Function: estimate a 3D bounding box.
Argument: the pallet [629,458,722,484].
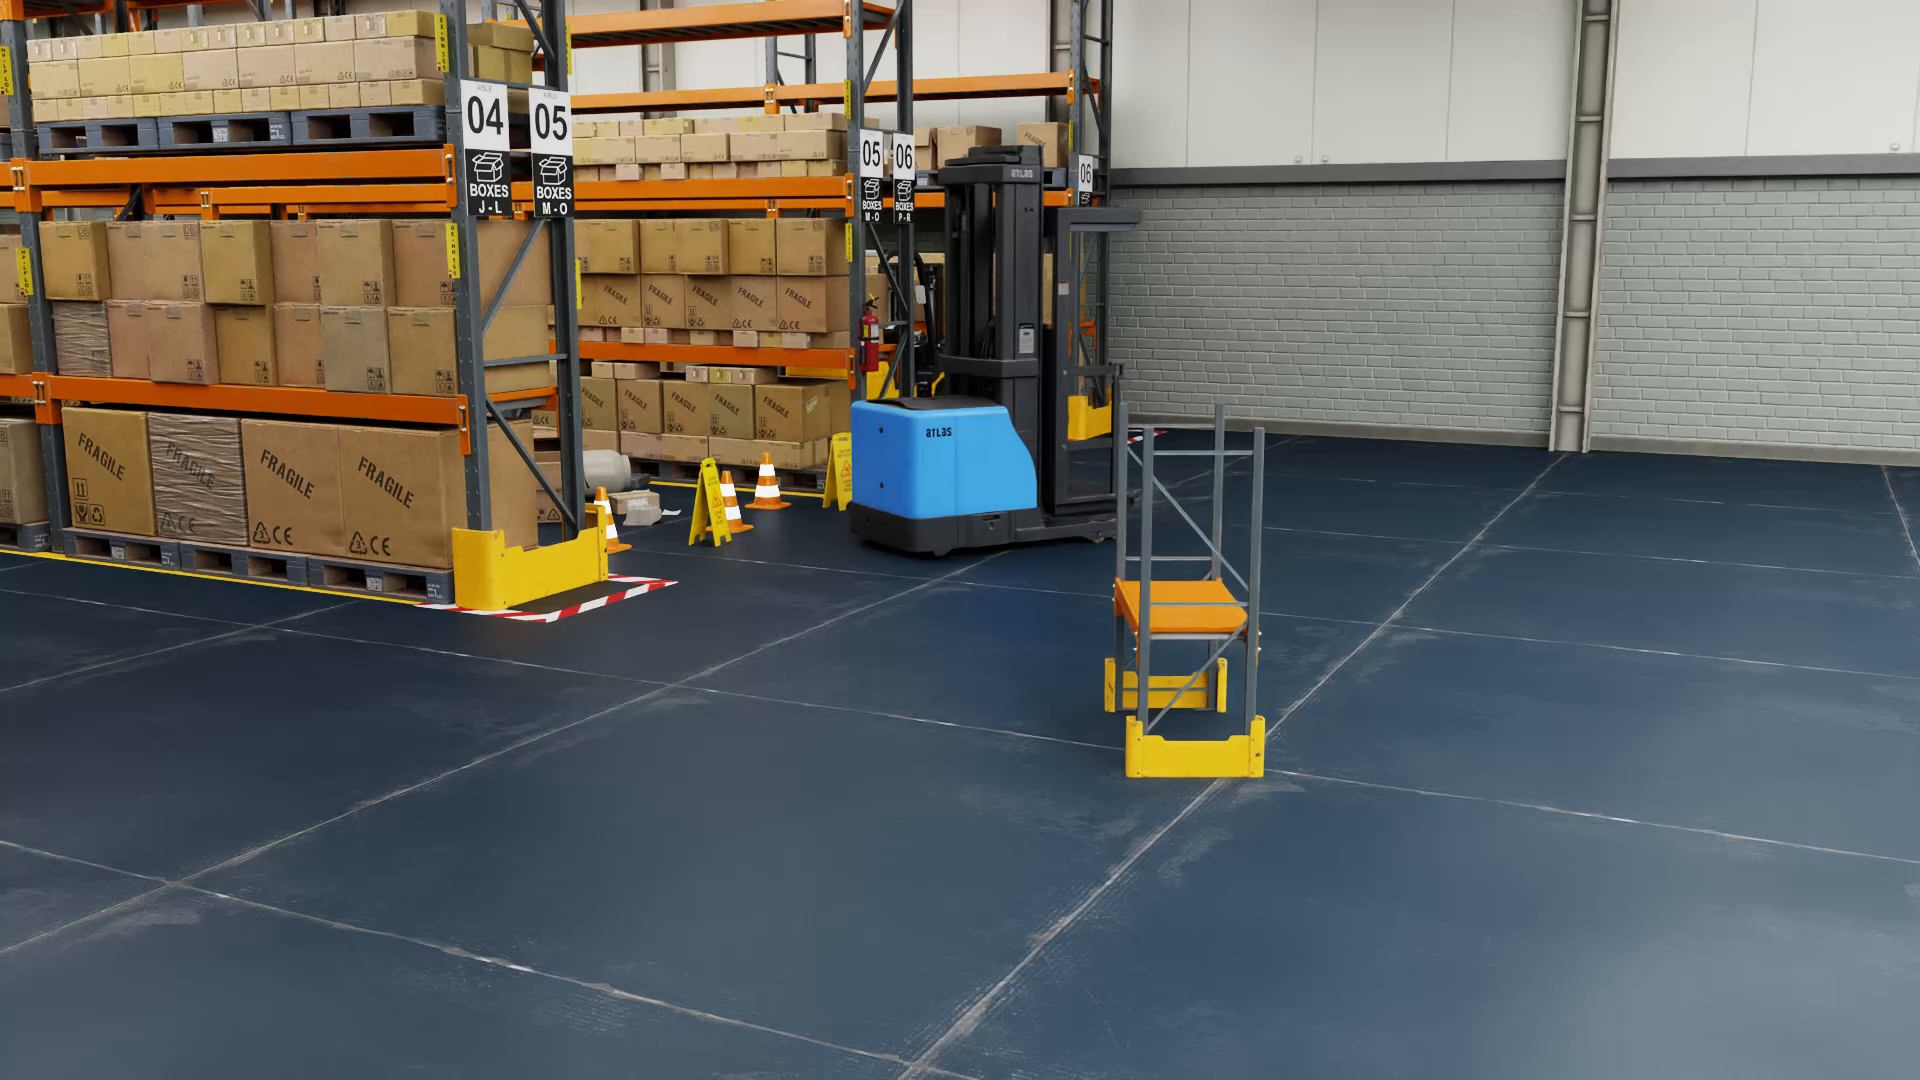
[{"bbox_3d":[-2.569,-0.738,16.217,1.213,0.211,1.003,5,11,26],"label":"pallet"}]

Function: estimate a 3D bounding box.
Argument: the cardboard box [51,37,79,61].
[{"bbox_3d":[-5.979,-3.353,11.417,0.250,0.149,0.380,5,11,25],"label":"cardboard box"}]

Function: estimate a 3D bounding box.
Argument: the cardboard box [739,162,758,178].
[{"bbox_3d":[-1.800,-3.346,15.076,0.250,0.149,0.380,5,11,26],"label":"cardboard box"}]

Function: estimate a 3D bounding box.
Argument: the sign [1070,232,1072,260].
[{"bbox_3d":[1.243,-3.332,18.803,0.005,0.325,0.100,5,11,26],"label":"sign"}]

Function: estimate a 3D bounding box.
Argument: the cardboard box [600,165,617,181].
[{"bbox_3d":[-3.191,-3.462,15.719,0.250,0.149,0.380,5,11,24],"label":"cardboard box"}]

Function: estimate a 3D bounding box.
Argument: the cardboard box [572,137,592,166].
[{"bbox_3d":[-3.545,-3.685,15.830,0.500,0.250,0.500,5,11,25],"label":"cardboard box"}]

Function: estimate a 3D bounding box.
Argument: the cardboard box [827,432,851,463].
[{"bbox_3d":[-1.298,-0.900,15.821,0.500,0.250,0.500,5,11,25],"label":"cardboard box"}]

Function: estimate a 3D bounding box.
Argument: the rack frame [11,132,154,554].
[{"bbox_3d":[-6.384,-1.455,12.347,0.127,3.000,1.000,5,11,26],"label":"rack frame"}]

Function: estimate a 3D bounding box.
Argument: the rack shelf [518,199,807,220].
[{"bbox_3d":[-3.885,-4.326,21.809,4.000,0.370,1.077,5,11,26],"label":"rack shelf"}]

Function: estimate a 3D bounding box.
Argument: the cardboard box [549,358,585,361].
[{"bbox_3d":[-5.125,-2.349,22.773,0.625,0.625,0.875,5,12,28],"label":"cardboard box"}]

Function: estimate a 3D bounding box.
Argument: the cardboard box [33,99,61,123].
[{"bbox_3d":[-6.208,-2.980,11.598,0.250,0.149,0.380,5,11,25],"label":"cardboard box"}]

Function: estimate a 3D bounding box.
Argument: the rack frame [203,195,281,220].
[{"bbox_3d":[-7.872,-2.569,18.501,0.127,3.000,1.000,5,11,26],"label":"rack frame"}]

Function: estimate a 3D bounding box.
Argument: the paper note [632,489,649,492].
[{"bbox_3d":[-2.913,-0.447,15.113,0.148,0.019,0.142,1,10,6],"label":"paper note"}]

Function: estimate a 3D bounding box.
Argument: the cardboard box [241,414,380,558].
[{"bbox_3d":[-4.224,-0.413,11.376,0.875,0.875,0.875,5,11,25],"label":"cardboard box"}]

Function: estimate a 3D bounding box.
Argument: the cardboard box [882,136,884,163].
[{"bbox_3d":[-1.030,-3.569,15.192,0.500,0.250,0.500,5,11,25],"label":"cardboard box"}]

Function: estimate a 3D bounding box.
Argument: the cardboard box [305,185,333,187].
[{"bbox_3d":[-6.491,-3.980,17.586,0.637,0.503,0.797,5,11,26],"label":"cardboard box"}]

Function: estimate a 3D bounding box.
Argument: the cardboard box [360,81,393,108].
[{"bbox_3d":[-3.471,-2.740,10.271,0.250,0.149,0.380,5,11,26],"label":"cardboard box"}]

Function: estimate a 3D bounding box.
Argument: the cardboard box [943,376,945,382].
[{"bbox_3d":[0.003,-1.898,19.933,0.500,0.250,0.500,5,11,25],"label":"cardboard box"}]

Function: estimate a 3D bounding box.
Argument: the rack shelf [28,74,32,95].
[{"bbox_3d":[-9.665,-5.128,18.937,4.000,0.370,1.077,5,11,26],"label":"rack shelf"}]

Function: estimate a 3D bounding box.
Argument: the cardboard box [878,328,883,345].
[{"bbox_3d":[-0.910,-1.875,15.371,0.250,0.149,0.380,5,11,26],"label":"cardboard box"}]

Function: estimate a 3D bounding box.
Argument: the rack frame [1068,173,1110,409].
[{"bbox_3d":[1.496,-2.731,19.400,0.127,3.000,1.000,5,11,26],"label":"rack frame"}]

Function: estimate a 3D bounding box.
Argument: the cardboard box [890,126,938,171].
[{"bbox_3d":[-0.391,-4.659,19.878,0.637,0.503,0.797,5,12,28],"label":"cardboard box"}]

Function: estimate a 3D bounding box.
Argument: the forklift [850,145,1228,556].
[{"bbox_3d":[0.698,-1.496,12.764,3.031,2.935,1.130,-6,12,-30],"label":"forklift"}]

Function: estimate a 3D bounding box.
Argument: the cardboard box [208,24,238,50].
[{"bbox_3d":[-4.617,-3.233,10.755,0.250,0.149,0.380,5,11,26],"label":"cardboard box"}]

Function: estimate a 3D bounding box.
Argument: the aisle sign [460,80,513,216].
[{"bbox_3d":[-2.866,-2.366,10.079,0.004,0.787,0.394,5,11,26],"label":"aisle sign"}]

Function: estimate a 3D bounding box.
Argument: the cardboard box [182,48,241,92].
[{"bbox_3d":[-4.710,-3.057,10.904,0.500,0.250,0.500,5,11,26],"label":"cardboard box"}]

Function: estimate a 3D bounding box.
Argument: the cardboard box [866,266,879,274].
[{"bbox_3d":[-1.020,-3.259,20.215,0.250,0.149,0.380,5,11,25],"label":"cardboard box"}]

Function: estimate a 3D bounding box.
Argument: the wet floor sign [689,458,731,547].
[{"bbox_3d":[-1.895,-0.295,12.550,0.232,0.644,0.267,3,11,16],"label":"wet floor sign"}]

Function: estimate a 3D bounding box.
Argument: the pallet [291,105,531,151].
[{"bbox_3d":[-3.467,-2.629,10.660,1.213,0.211,1.003,5,11,26],"label":"pallet"}]

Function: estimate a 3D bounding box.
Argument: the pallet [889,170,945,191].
[{"bbox_3d":[-0.225,-4.320,20.001,1.213,0.211,1.003,5,11,26],"label":"pallet"}]

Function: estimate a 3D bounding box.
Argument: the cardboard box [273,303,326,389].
[{"bbox_3d":[-4.099,-1.340,11.289,0.550,0.550,0.875,5,11,26],"label":"cardboard box"}]

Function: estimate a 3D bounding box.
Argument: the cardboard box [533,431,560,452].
[{"bbox_3d":[-3.926,-0.723,15.315,0.500,0.500,0.500,-4,11,-23],"label":"cardboard box"}]

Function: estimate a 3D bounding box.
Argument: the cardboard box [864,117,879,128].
[{"bbox_3d":[-0.926,-3.744,15.037,0.250,0.149,0.380,5,11,25],"label":"cardboard box"}]

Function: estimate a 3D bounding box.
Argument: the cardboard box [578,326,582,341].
[{"bbox_3d":[-3.643,-2.026,16.209,0.250,0.149,0.380,5,11,26],"label":"cardboard box"}]

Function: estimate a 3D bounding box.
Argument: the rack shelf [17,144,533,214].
[{"bbox_3d":[-4.591,-2.420,11.274,4.000,0.370,1.077,5,11,26],"label":"rack shelf"}]

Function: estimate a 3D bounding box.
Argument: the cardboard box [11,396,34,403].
[{"bbox_3d":[-10.867,-2.009,20.195,0.875,0.875,0.875,5,12,28],"label":"cardboard box"}]

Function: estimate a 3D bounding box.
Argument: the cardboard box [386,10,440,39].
[{"bbox_3d":[-3.249,-3.113,10.091,0.250,0.149,0.380,5,11,26],"label":"cardboard box"}]

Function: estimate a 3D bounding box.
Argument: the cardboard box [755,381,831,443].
[{"bbox_3d":[-1.531,-1.183,15.277,0.500,0.500,0.500,5,11,26],"label":"cardboard box"}]

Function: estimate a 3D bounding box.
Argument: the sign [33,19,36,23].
[{"bbox_3d":[-11.229,-6.422,20.102,0.005,0.325,0.100,5,11,26],"label":"sign"}]

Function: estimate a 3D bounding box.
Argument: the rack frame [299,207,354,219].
[{"bbox_3d":[-9.266,-3.677,24.625,0.127,3.000,1.000,5,11,26],"label":"rack frame"}]

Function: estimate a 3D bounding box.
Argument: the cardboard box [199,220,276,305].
[{"bbox_3d":[-4.622,-1.896,11.330,0.500,0.550,0.875,5,11,26],"label":"cardboard box"}]

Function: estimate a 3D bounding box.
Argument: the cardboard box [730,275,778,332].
[{"bbox_3d":[-1.753,-2.173,15.198,0.500,0.500,0.500,5,11,26],"label":"cardboard box"}]

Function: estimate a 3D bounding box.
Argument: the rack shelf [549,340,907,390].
[{"bbox_3d":[-2.491,-1.742,15.953,4.000,0.370,1.077,5,11,26],"label":"rack shelf"}]

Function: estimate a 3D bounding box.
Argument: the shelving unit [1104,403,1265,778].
[{"bbox_3d":[1.004,0.182,7.512,0.587,1.500,1.083,0,10,0],"label":"shelving unit"}]

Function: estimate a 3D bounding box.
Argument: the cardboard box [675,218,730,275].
[{"bbox_3d":[-2.206,-2.696,15.282,0.500,0.500,0.700,5,11,25],"label":"cardboard box"}]

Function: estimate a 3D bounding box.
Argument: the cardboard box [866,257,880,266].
[{"bbox_3d":[-1.000,-3.411,20.218,0.250,0.149,0.380,5,11,25],"label":"cardboard box"}]

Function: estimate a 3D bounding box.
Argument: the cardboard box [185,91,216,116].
[{"bbox_3d":[-4.844,-2.861,10.936,0.250,0.149,0.380,5,11,27],"label":"cardboard box"}]

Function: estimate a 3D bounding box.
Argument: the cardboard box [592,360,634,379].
[{"bbox_3d":[-3.328,-1.646,16.018,0.250,0.149,0.380,6,12,28],"label":"cardboard box"}]

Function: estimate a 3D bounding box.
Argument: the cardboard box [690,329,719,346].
[{"bbox_3d":[-2.305,-1.900,15.510,0.250,0.149,0.380,5,11,25],"label":"cardboard box"}]

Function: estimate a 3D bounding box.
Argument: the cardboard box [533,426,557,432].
[{"bbox_3d":[-3.875,-1.018,16.472,0.500,0.250,0.500,4,11,23],"label":"cardboard box"}]

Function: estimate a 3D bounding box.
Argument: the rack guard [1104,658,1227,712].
[{"bbox_3d":[1.002,0.708,8.114,0.587,0.250,0.087,0,10,0],"label":"rack guard"}]

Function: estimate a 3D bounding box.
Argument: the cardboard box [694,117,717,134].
[{"bbox_3d":[-2.227,-3.780,15.236,0.250,0.149,0.380,5,11,24],"label":"cardboard box"}]

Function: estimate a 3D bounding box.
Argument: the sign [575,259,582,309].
[{"bbox_3d":[-2.546,-1.693,11.009,0.005,0.325,0.100,5,11,26],"label":"sign"}]
